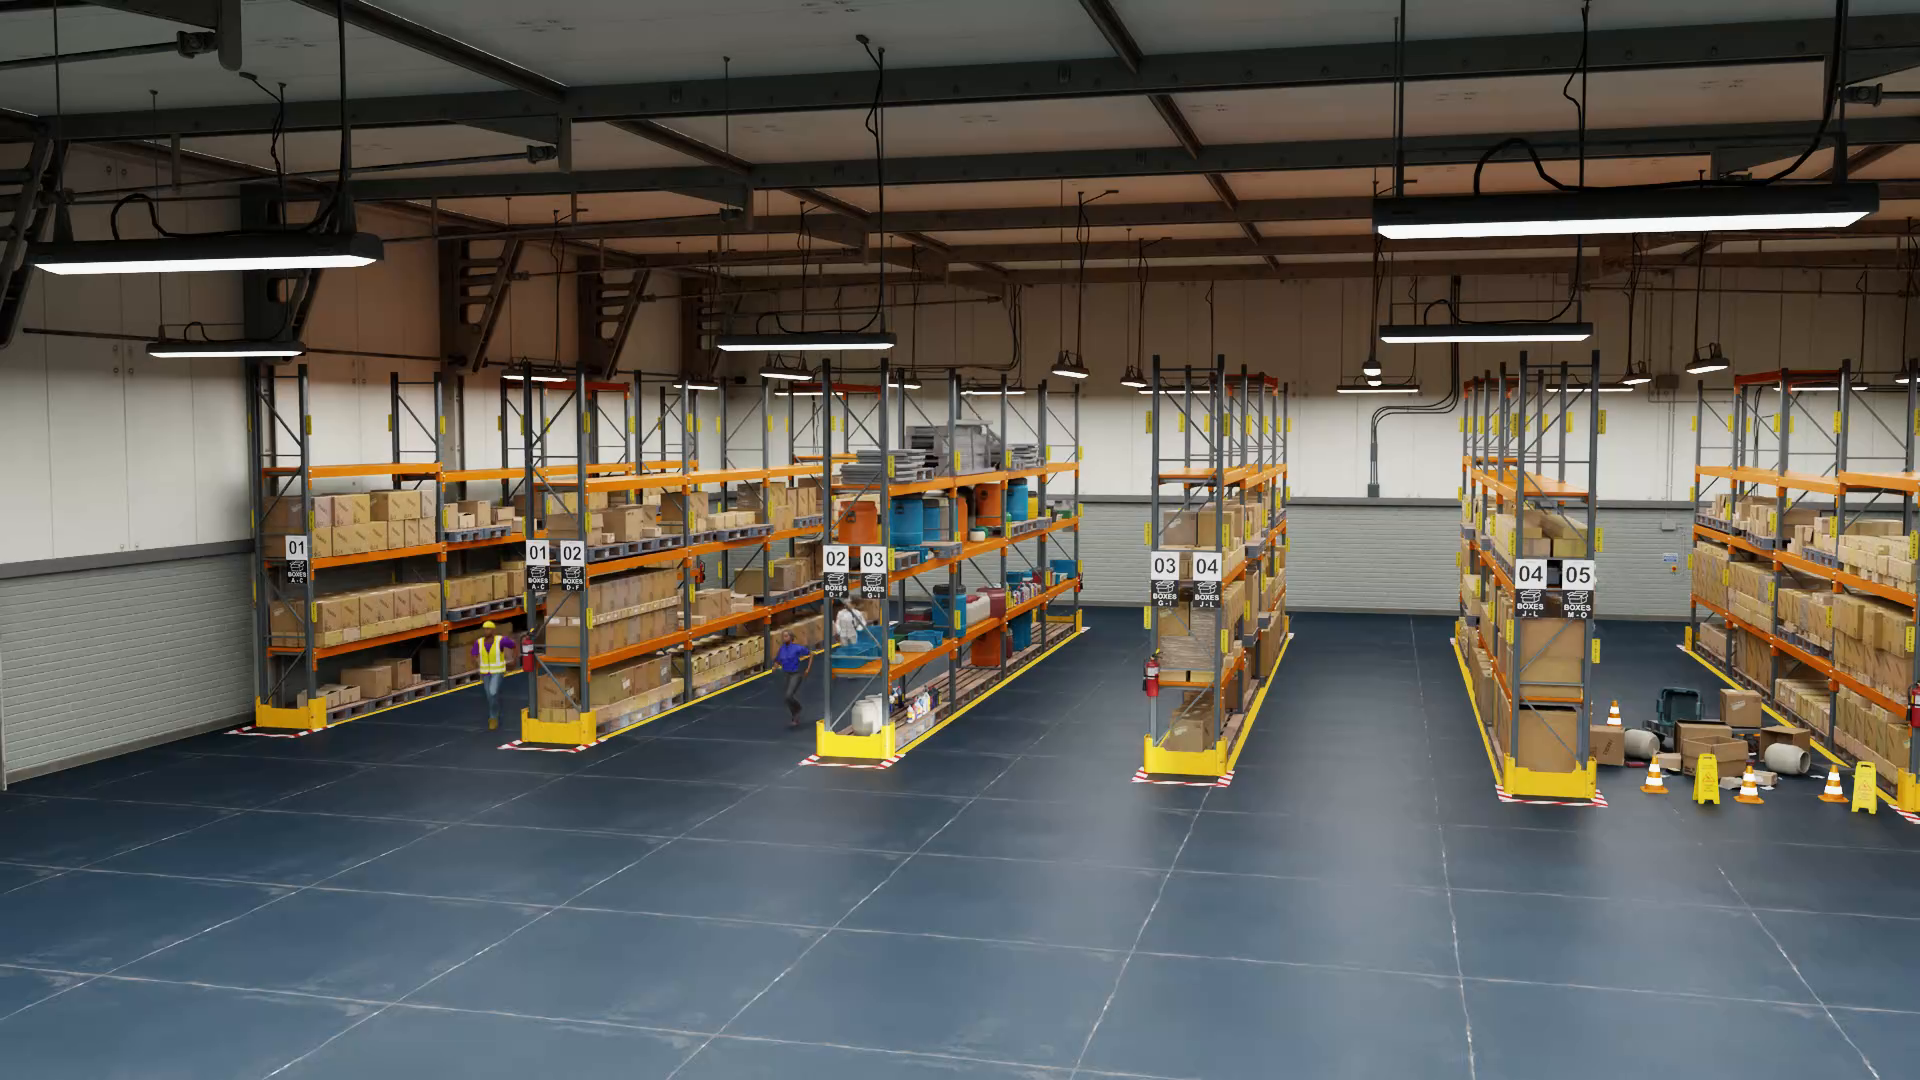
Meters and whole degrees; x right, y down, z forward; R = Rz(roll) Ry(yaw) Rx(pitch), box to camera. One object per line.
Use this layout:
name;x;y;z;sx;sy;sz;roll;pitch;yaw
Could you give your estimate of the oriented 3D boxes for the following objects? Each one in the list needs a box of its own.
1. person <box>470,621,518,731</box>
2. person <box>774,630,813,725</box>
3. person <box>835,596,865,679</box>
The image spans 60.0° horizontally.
person;-7.721;2.226;27.530;0.710;1.800;0.894;1;4;7
person;-2.791;2.296;27.522;0.595;1.612;0.742;2;5;31
person;-2.190;1.921;32.690;0.589;1.641;0.528;1;4;11
